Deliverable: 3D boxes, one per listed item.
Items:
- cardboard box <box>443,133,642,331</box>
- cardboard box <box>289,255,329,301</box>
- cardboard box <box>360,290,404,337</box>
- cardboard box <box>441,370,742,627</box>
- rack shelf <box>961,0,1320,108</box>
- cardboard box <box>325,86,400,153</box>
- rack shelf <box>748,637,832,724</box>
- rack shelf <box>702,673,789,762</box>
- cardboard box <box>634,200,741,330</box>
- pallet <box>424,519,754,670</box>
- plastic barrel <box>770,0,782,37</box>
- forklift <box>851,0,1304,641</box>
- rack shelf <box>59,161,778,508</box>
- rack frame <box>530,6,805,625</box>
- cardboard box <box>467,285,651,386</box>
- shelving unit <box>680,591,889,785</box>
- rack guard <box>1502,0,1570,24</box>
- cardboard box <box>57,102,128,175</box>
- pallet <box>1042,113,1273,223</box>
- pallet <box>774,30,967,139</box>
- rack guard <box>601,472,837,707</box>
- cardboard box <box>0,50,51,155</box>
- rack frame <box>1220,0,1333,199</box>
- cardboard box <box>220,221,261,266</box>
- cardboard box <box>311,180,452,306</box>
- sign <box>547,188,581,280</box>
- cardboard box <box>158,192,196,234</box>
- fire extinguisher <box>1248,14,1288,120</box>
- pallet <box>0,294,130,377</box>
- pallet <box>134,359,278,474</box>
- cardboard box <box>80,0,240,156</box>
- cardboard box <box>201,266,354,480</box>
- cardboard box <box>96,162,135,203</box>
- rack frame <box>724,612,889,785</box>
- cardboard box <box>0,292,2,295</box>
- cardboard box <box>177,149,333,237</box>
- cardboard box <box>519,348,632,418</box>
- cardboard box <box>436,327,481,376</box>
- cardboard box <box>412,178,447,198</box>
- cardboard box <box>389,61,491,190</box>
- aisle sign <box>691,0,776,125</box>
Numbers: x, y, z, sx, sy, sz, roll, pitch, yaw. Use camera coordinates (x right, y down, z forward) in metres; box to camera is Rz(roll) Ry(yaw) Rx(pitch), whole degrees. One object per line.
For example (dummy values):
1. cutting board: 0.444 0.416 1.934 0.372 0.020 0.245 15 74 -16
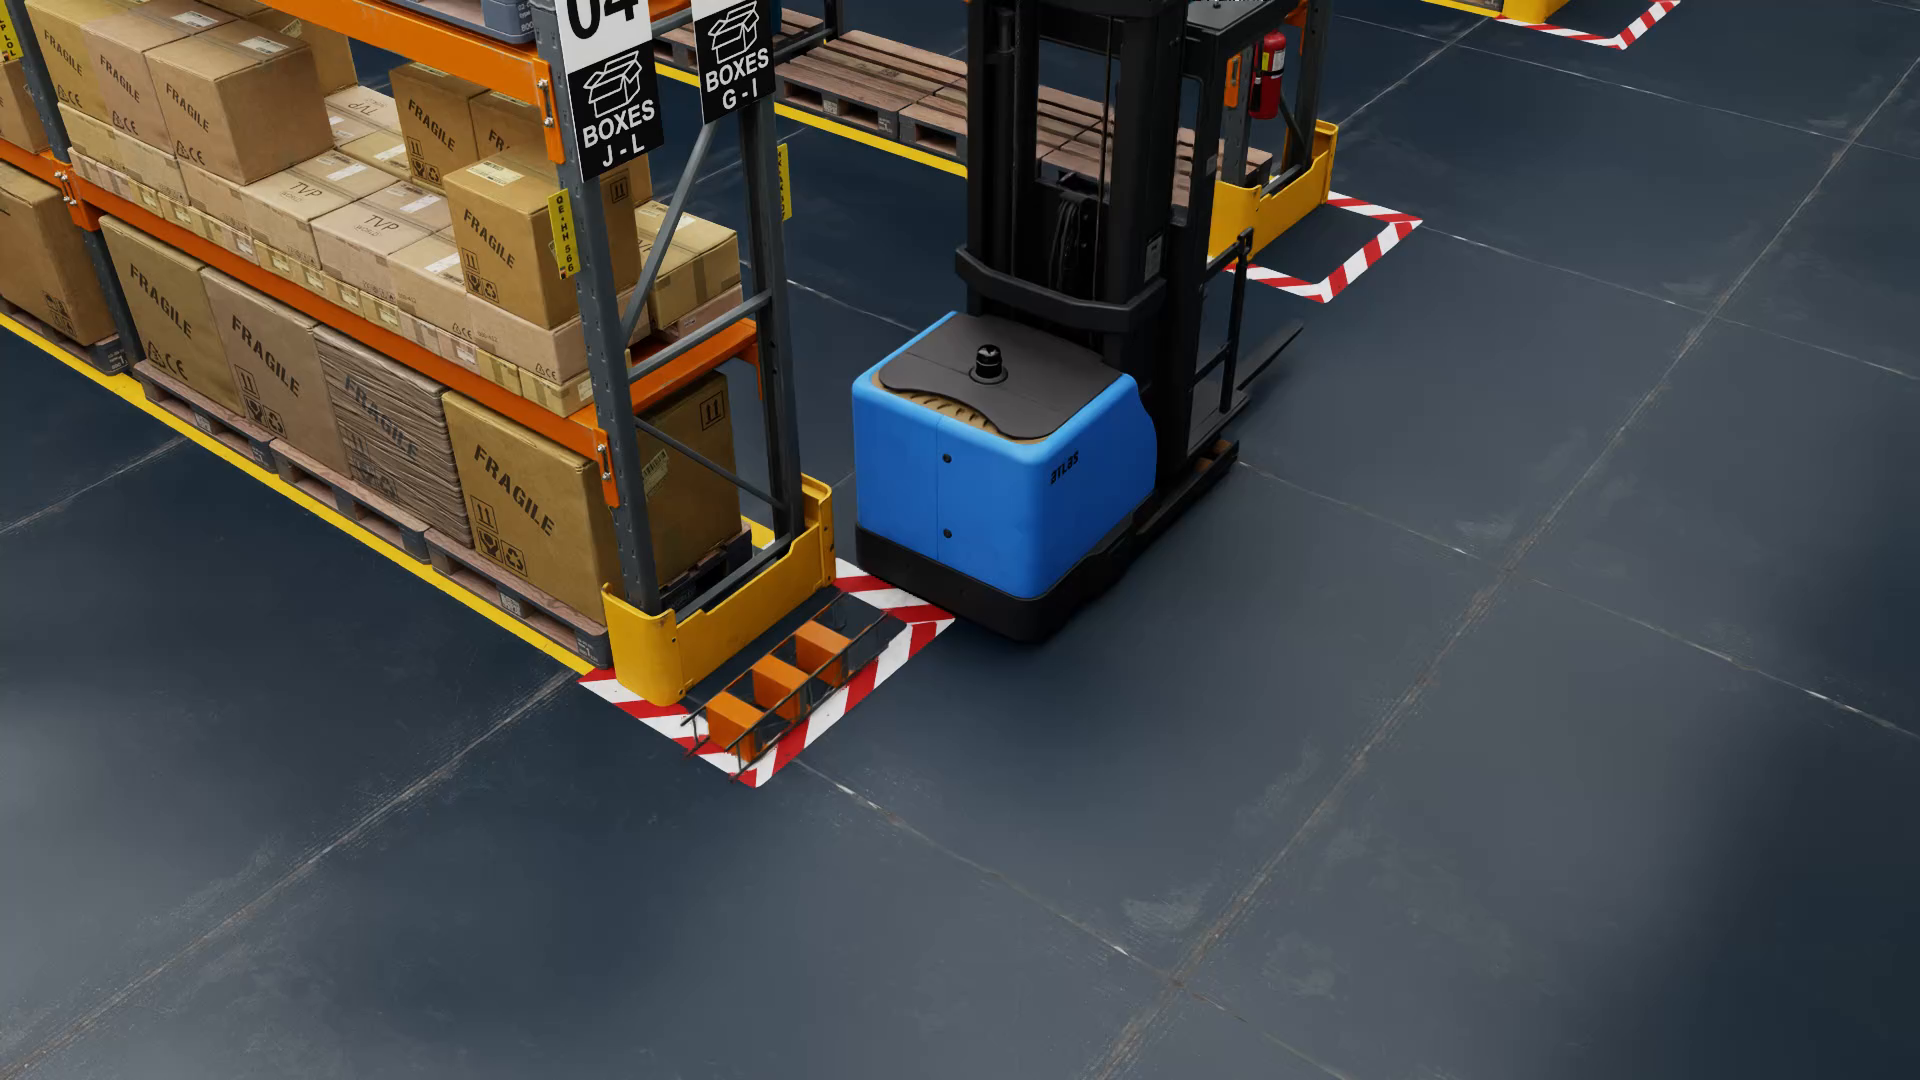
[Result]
1. cardboard box: -1.617 -1.210 6.495 0.500 0.500 0.500 26 45 29
2. cardboard box: -2.767 -1.249 7.476 0.250 0.149 0.380 26 45 29
3. cardboard box: -2.365 -1.058 7.232 0.250 0.149 0.380 24 44 28
4. cardboard box: -1.627 -0.332 7.485 0.875 0.875 0.875 25 45 29
5. rack shelf: 0.350 -3.694 10.979 4.000 0.370 1.077 25 45 29
6. cardboard box: -2.919 -1.938 8.034 0.500 0.250 0.500 26 45 29
7. rack shelf: -0.725 0.610 7.133 0.240 0.215 0.259 24 44 28
8. rack shelf: -0.893 0.750 6.953 0.240 0.215 0.259 24 44 28
9. cardboard box: -1.288 -1.173 7.056 0.500 0.250 0.500 24 44 27
10. pallet: -1.753 0.034 7.896 1.213 0.211 1.003 25 45 29
11. plastic barrel: -1.660 -4.277 12.502 0.708 0.901 0.600 25 45 29
12. forklift: 0.776 -1.565 7.732 1.130 2.935 3.031 24 44 27
13. rack shelf: -2.659 -1.269 7.881 4.000 0.370 1.077 25 45 29
14. rack frame: -1.070 -0.803 6.703 0.127 3.000 1.000 25 45 29
15. cardboard box: -1.616 -0.912 6.723 0.500 0.250 0.500 25 44 28
16. shelving unit: -0.731 0.615 7.126 0.252 0.215 1.050 24 44 28
17. rack guard: 4.891 -4.696 13.704 0.348 0.500 1.175 25 45 29
18. cardboard box: -4.033 -2.055 8.182 0.500 0.250 0.500 24 44 28
19. pallet: 1.307 -2.458 11.079 1.213 0.211 1.003 25 45 29
20. pallet: -0.631 -3.372 12.246 1.213 0.211 1.003 25 45 29
21. rack guard: -1.051 0.190 7.462 0.348 0.500 1.175 25 45 29
22. cardboard box: -4.785 -2.382 8.639 0.500 0.500 0.500 25 45 29
23. rack frame: 1.939 -3.228 9.801 0.127 3.000 1.000 25 45 29
24. cardboard box: -3.185 -1.443 7.725 0.250 0.149 0.380 26 45 29
25. cardboard box: -2.423 -1.293 7.210 0.500 0.250 0.500 24 44 27
26. sign: -1.411 -1.092 5.940 0.005 0.325 0.100 25 45 29
27. cardboard box: -3.586 -1.634 7.968 0.250 0.149 0.380 24 44 27
28. fire extinguisher: 1.782 -2.772 9.583 0.183 0.674 0.296 25 45 29
29. pallet: -4.906 -1.455 9.798 1.213 0.211 1.003 25 45 29
30. pallet: -3.691 -0.880 9.063 1.213 0.211 1.003 25 45 29
31. cardboard box: -3.636 -2.161 7.710 0.500 0.500 0.500 25 45 29
32. cardboard box: -3.057 -1.006 8.346 0.875 0.875 0.875 25 45 29
33. cardboard box: -4.006 -1.830 8.219 0.250 0.149 0.380 24 44 27
34. rack frame: -0.633 0.659 7.069 0.008 0.200 1.050 24 44 28
35. cardboard box: -5.478 -2.194 9.862 0.875 0.875 1.225 24 44 27
36. cardboard box: -3.227 -1.675 7.697 0.500 0.250 0.500 26 45 30
37. cardboard box: -1.553 -0.676 6.745 0.250 0.149 0.380 26 45 29
38. cardboard box: -1.960 -0.868 6.989 0.250 0.149 0.380 25 45 29
39. cardboard box: -2.101 -1.554 7.543 0.500 0.250 0.500 24 44 27
40. cardboard box: -2.100 -1.846 7.308 0.500 0.500 0.500 24 44 27
41. aisle sign: -0.831 -1.946 6.055 0.004 0.787 0.394 25 45 29
